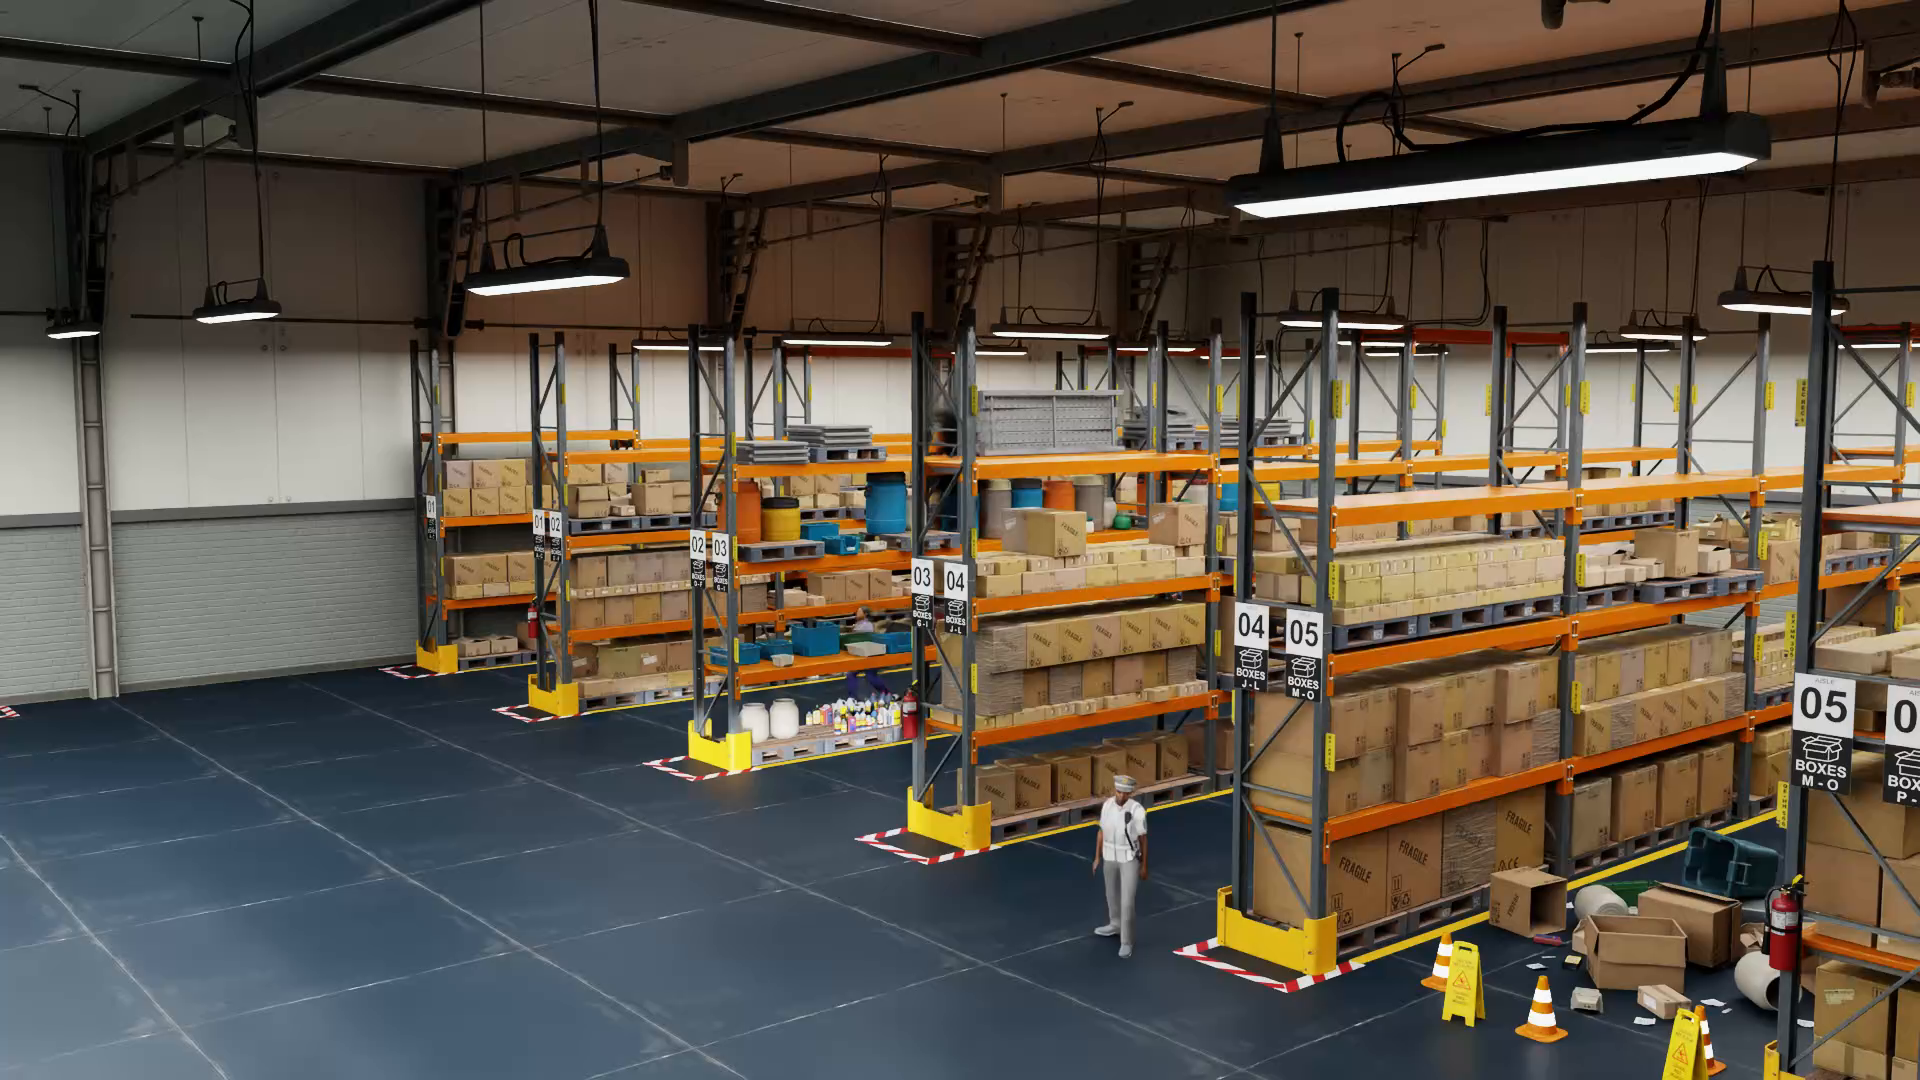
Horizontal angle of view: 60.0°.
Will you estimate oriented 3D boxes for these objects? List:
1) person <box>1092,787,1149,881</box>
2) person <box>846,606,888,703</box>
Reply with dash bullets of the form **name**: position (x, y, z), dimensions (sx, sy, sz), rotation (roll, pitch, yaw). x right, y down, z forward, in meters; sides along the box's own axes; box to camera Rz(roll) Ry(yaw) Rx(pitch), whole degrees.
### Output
- **person**: position (1.478, 2.638, 15.218), dimensions (0.480, 0.983, 0.366), rotation (4, 6, 34)
- **person**: position (3.780, 2.380, 21.096), dimensions (6.241, 1.692, 14.646), rotation (-2, 6, -23)
